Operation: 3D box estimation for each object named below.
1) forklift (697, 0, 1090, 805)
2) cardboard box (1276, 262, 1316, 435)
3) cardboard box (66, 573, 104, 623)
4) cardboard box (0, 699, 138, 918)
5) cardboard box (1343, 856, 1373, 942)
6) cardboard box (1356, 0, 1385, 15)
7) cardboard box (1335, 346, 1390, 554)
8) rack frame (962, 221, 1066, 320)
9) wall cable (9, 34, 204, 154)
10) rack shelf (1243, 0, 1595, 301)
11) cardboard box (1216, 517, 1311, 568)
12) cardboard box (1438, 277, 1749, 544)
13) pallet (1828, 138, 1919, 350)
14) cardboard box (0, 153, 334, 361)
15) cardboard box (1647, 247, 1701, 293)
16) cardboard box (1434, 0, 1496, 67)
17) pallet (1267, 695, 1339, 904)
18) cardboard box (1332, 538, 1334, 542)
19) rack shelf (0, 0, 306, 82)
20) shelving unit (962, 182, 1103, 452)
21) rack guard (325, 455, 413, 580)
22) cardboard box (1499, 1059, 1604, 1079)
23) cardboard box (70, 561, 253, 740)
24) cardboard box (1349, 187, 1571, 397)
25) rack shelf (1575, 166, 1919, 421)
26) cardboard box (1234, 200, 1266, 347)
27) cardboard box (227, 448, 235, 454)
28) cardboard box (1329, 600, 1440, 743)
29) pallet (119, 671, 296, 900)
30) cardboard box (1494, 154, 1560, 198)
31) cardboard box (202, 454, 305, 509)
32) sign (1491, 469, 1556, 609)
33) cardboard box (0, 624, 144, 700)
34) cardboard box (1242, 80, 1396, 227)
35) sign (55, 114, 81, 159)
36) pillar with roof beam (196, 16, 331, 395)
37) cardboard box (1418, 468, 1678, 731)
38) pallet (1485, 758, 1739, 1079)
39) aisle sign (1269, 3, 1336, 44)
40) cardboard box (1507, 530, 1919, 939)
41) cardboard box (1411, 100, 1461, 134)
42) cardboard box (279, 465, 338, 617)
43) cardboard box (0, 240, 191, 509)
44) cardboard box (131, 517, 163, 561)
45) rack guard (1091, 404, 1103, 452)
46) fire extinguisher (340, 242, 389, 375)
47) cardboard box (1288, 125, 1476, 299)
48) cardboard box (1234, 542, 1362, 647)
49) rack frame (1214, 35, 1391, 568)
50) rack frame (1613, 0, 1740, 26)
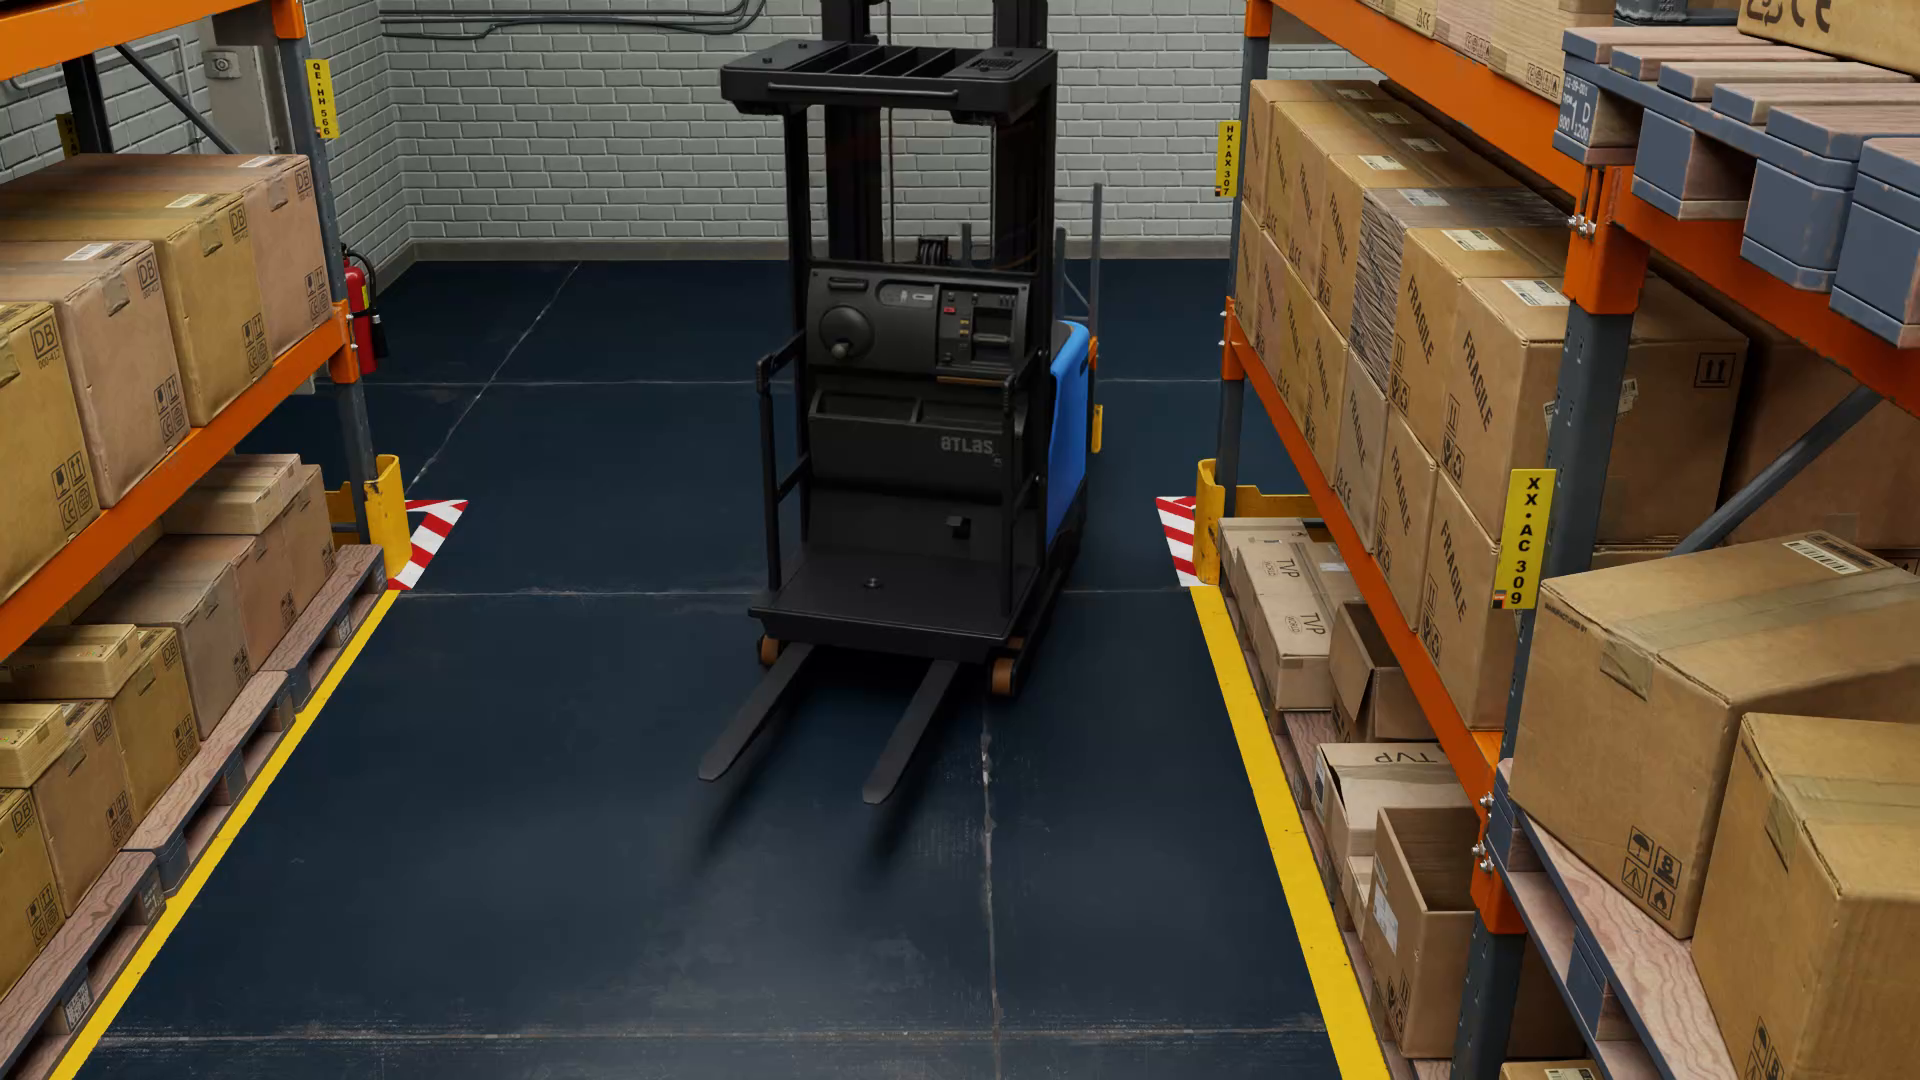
[{"bbox_3d":[-0.227,-0.865,6.605,1.130,2.935,3.031,6,25,13],"label":"forklift"},{"bbox_3d":[1.462,-0.701,6.038,0.500,0.500,0.500,0,24,-1],"label":"cardboard box"},{"bbox_3d":[-3.324,0.177,5.955,0.380,0.149,0.250,0,24,0],"label":"cardboard box"},{"bbox_3d":[-3.110,0.845,5.265,0.700,0.500,0.500,0,24,-1],"label":"cardboard box"},{"bbox_3d":[1.397,1.100,5.103,0.380,0.149,0.250,0,24,-1],"label":"cardboard box"},{"bbox_3d":[1.470,-1.726,4.969,0.500,0.250,0.500,0,24,-1],"label":"cardboard box"},{"bbox_3d":[1.474,-0.285,5.119,0.500,0.500,0.500,0,24,1],"label":"cardboard box"},{"bbox_3d":[0.256,-0.819,8.241,0.500,1.500,0.032,6,25,13],"label":"rack frame"},{"bbox_3d":[-4.206,-2.221,8.288,0.084,1.984,1.851,0,24,-1],"label":"wall cable"},{"bbox_3d":[1.729,-1.474,5.101,1.077,0.370,4.000,0,24,-1],"label":"rack shelf"},{"bbox_3d":[1.368,0.014,7.505,0.380,0.149,0.250,0,24,-1],"label":"cardboard box"},{"bbox_3d":[1.487,-0.319,3.980,0.500,0.500,0.500,0,24,0],"label":"cardboard box"},{"bbox_3d":[1.702,-0.195,1.630,1.213,0.211,1.003,0,24,-1],"label":"pallet"},{"bbox_3d":[-3.230,-1.161,6.814,0.980,0.700,0.700,1,24,2],"label":"cardboard box"},{"bbox_3d":[2.021,-0.520,4.424,0.500,0.500,0.500,-1,24,-2],"label":"cardboard box"},{"bbox_3d":[1.485,-1.314,4.057,0.500,0.250,0.500,0,24,-1],"label":"cardboard box"},{"bbox_3d":[1.728,0.873,6.063,1.003,0.211,1.213,0,24,-1],"label":"pallet"},{"bbox_3d":[1.960,-0.097,7.325,0.500,0.500,0.500,0,24,-1],"label":"cardboard box"},{"bbox_3d":[-3.224,-1.450,5.048,1.077,0.370,4.000,0,24,-1],"label":"rack shelf"},{"bbox_3d":[0.384,-1.026,8.697,0.587,1.500,1.083,6,25,13],"label":"shelving unit"},{"bbox_3d":[-3.246,-0.106,7.877,1.175,0.500,0.348,0,24,-1],"label":"rack guard"},{"bbox_3d":[1.513,1.528,3.730,0.500,0.500,0.500,-1,24,-3],"label":"cardboard box"},{"bbox_3d":[-3.127,0.414,6.218,0.700,0.500,0.500,-1,24,-2],"label":"cardboard box"},{"bbox_3d":[1.473,-0.738,4.906,0.500,0.500,0.500,0,24,0],"label":"cardboard box"},{"bbox_3d":[1.773,0.175,1.457,1.077,0.370,4.000,0,24,-1],"label":"rack shelf"},{"bbox_3d":[1.449,-1.120,6.966,0.500,0.500,0.500,0,24,1],"label":"cardboard box"},{"bbox_3d":[-3.340,-0.345,7.110,0.380,0.149,0.250,0,24,0],"label":"cardboard box"},{"bbox_3d":[1.725,0.552,5.884,0.797,0.503,0.637,0,24,-1],"label":"cardboard box"},{"bbox_3d":[-3.149,0.866,6.079,1.003,0.211,1.213,0,24,-1],"label":"pallet"},{"bbox_3d":[2.009,-0.944,5.363,0.500,0.500,0.500,0,24,1],"label":"cardboard box"},{"bbox_3d":[-2.955,-0.243,6.883,0.380,0.149,0.250,-1,24,-1],"label":"cardboard box"},{"bbox_3d":[1.208,0.001,3.558,0.100,0.325,0.005,0,24,-1],"label":"sign"},{"bbox_3d":[-2.935,0.400,5.463,0.380,0.149,0.250,-1,24,-2],"label":"cardboard box"},{"bbox_3d":[1.449,-1.576,6.759,0.500,0.500,0.500,0,24,1],"label":"cardboard box"},{"bbox_3d":[-3.801,-1.665,7.146,0.100,0.325,0.005,0,24,-1],"label":"sign"},{"bbox_3d":[0.164,-5.096,8.598,9.100,9.000,0.400,0,24,-1],"label":"pillar with roof beam"},{"bbox_3d":[1.489,0.139,4.181,0.500,0.500,0.500,0,24,0],"label":"cardboard box"},{"bbox_3d":[1.651,0.807,3.059,1.003,0.211,1.213,0,24,-1],"label":"pallet"},{"bbox_3d":[1.413,-2.470,6.917,0.394,0.787,0.004,0,24,-1],"label":"aisle sign"},{"bbox_3d":[1.532,0.349,3.208,0.700,0.500,0.500,-9,26,-18],"label":"cardboard box"},{"bbox_3d":[1.993,-1.369,6.303,0.500,0.500,0.500,0,24,1],"label":"cardboard box"},{"bbox_3d":[-3.138,0.001,7.132,0.700,0.500,0.500,0,24,-1],"label":"cardboard box"},{"bbox_3d":[-3.212,-0.548,5.457,0.980,0.700,0.700,-1,24,-3],"label":"cardboard box"},{"bbox_3d":[-3.331,-0.034,6.421,0.380,0.149,0.250,0,24,0],"label":"cardboard box"},{"bbox_3d":[0.507,-0.655,9.395,0.587,0.250,0.087,6,25,13],"label":"rack guard"},{"bbox_3d":[-2.786,-1.094,7.575,0.296,0.674,0.183,0,24,-1],"label":"fire extinguisher"},{"bbox_3d":[1.462,-1.154,5.827,0.500,0.500,0.500,0,24,0],"label":"cardboard box"},{"bbox_3d":[1.435,0.225,6.915,0.500,0.250,0.500,0,24,-1],"label":"cardboard box"},{"bbox_3d":[1.707,-1.259,7.393,1.000,3.000,0.127,0,24,-1],"label":"rack frame"},{"bbox_3d":[1.751,-2.344,2.512,1.000,3.000,0.127,0,24,-1],"label":"rack frame"}]
